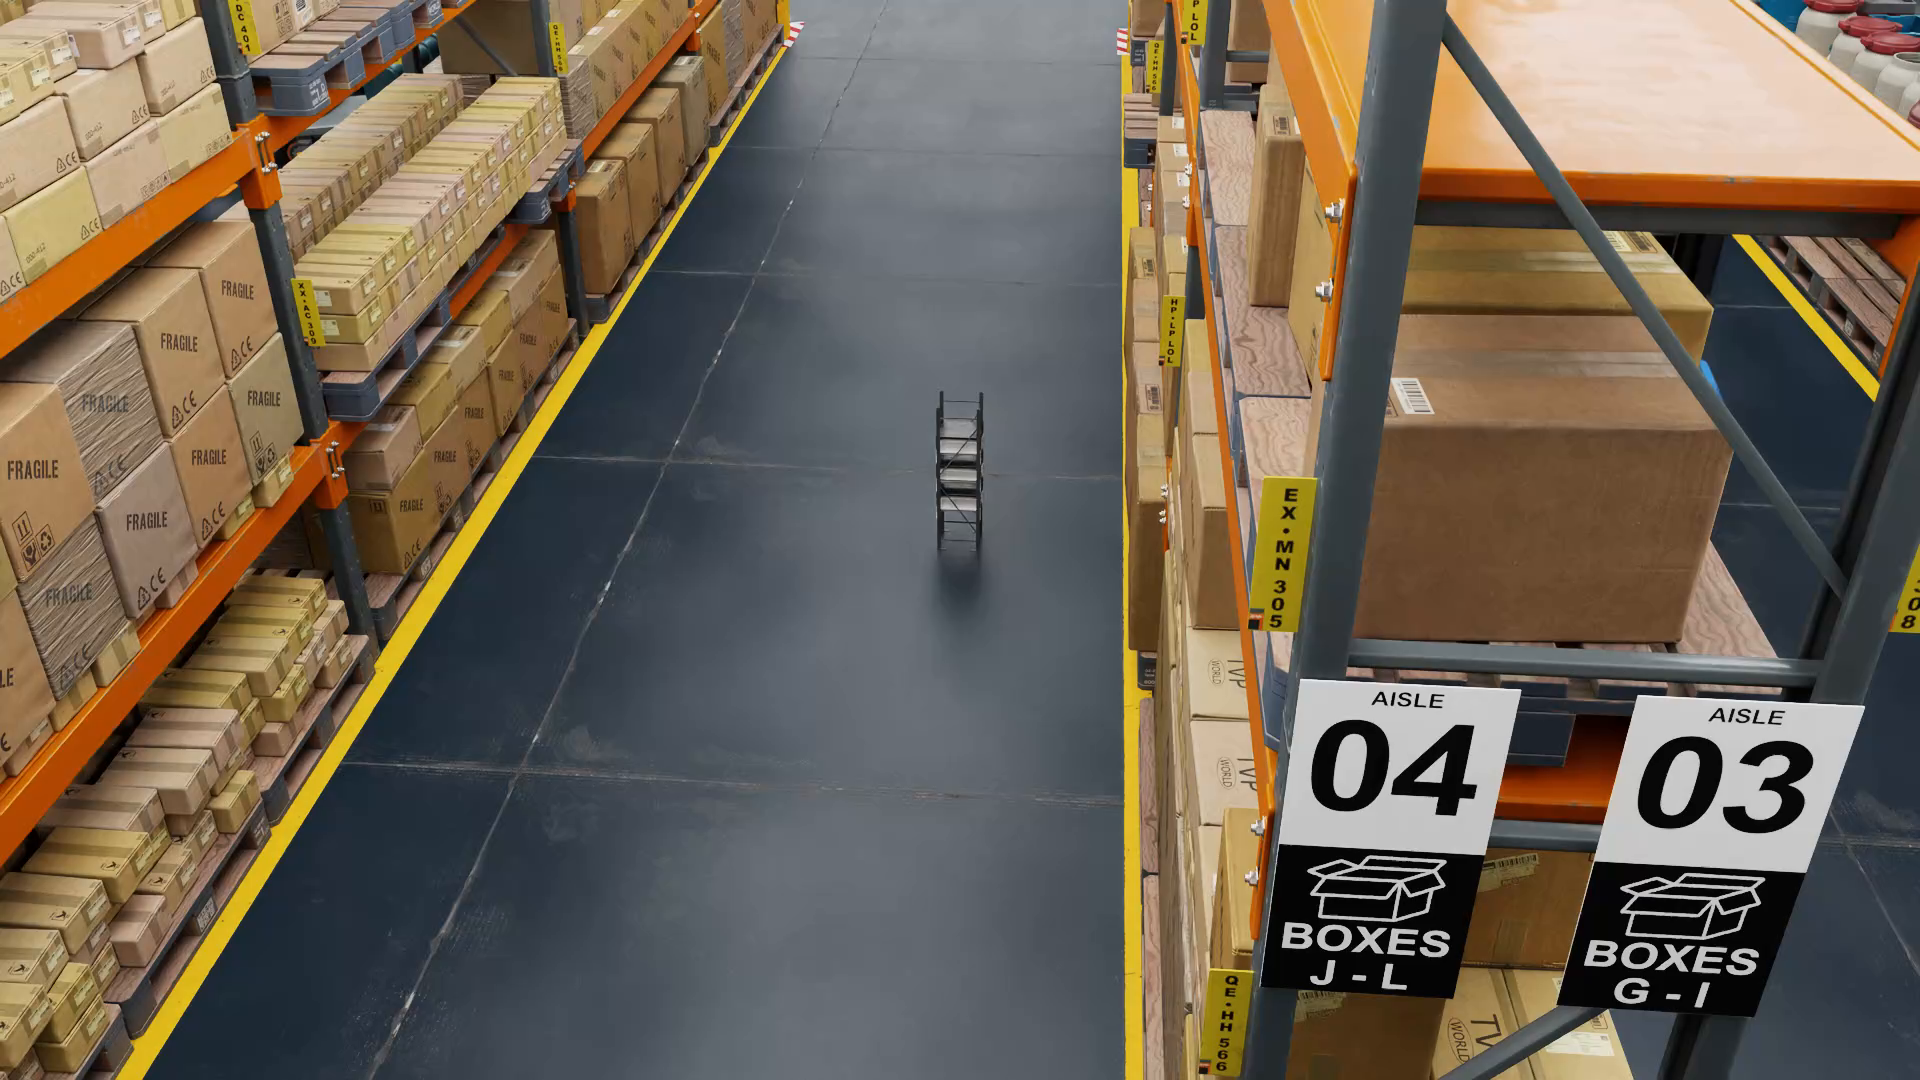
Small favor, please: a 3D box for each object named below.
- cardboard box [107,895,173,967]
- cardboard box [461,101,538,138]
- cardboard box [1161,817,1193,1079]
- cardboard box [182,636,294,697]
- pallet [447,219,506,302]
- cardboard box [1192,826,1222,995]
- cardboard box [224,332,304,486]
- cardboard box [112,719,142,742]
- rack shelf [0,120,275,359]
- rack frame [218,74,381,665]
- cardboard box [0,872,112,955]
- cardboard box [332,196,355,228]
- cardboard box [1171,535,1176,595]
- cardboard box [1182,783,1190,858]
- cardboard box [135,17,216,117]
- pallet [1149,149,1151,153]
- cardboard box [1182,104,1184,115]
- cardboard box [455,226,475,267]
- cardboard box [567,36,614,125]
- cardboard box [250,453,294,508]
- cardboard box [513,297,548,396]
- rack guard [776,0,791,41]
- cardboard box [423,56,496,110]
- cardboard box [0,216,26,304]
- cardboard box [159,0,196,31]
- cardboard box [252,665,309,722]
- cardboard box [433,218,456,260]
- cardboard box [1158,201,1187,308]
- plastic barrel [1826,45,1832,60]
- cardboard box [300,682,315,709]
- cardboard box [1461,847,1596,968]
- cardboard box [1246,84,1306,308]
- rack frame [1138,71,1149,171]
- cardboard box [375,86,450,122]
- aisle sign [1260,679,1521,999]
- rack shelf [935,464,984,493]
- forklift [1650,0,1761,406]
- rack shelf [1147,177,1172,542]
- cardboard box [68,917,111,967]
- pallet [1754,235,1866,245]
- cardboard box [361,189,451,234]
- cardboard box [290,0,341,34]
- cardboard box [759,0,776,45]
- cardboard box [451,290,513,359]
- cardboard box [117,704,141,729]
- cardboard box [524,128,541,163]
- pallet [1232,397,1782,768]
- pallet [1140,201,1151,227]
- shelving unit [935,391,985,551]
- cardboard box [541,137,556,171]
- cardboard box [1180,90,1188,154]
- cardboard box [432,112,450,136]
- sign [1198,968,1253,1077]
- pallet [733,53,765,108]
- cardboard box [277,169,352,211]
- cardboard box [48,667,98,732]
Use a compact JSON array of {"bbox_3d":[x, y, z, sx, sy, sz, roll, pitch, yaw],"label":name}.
[{"bbox_3d":[-3.336,1.527,6.511,0.380,0.149,0.250,1,32,2],"label":"cardboard box"},{"bbox_3d":[-2.789,-2.549,10.079,0.380,0.149,0.250,3,32,5],"label":"cardboard box"},{"bbox_3d":[1.168,1.592,5.713,0.875,0.875,0.875,2,32,4],"label":"cardboard box"},{"bbox_3d":[-3.252,0.568,7.499,0.380,0.149,0.250,2,32,4],"label":"cardboard box"},{"bbox_3d":[-3.283,-1.649,9.530,1.003,0.211,1.213,2,32,4],"label":"pallet"},{"bbox_3d":[0.939,1.087,4.766,0.500,0.250,0.500,2,32,3],"label":"cardboard box"},{"bbox_3d":[-3.246,-0.580,7.234,0.500,0.500,0.500,3,32,4],"label":"cardboard box"},{"bbox_3d":[-3.776,0.814,7.384,0.380,0.149,0.250,1,32,1],"label":"cardboard box"},{"bbox_3d":[-3.651,-0.601,5.473,1.077,0.370,4.000,2,32,4],"label":"rack shelf"},{"bbox_3d":[-3.488,-0.676,7.768,1.000,3.000,0.127,2,32,4],"label":"rack frame"},{"bbox_3d":[-3.412,1.384,6.175,0.380,0.149,0.250,4,32,6],"label":"cardboard box"},{"bbox_3d":[-3.549,-1.781,9.116,0.380,0.149,0.250,3,32,4],"label":"cardboard box"},{"bbox_3d":[1.050,0.111,6.730,0.380,0.149,0.250,3,32,6],"label":"cardboard box"},{"bbox_3d":[0.925,0.917,5.423,0.380,0.149,0.250,3,32,4],"label":"cardboard box"},{"bbox_3d":[-3.272,-1.850,6.480,0.500,0.250,0.500,1,32,2],"label":"cardboard box"},{"bbox_3d":[2.118,-3.760,15.431,1.003,0.211,1.213,2,32,4],"label":"pallet"},{"bbox_3d":[1.777,-3.008,11.057,0.500,0.500,0.500,-1,32,-2],"label":"cardboard box"},{"bbox_3d":[-2.897,-1.617,9.135,0.380,0.149,0.250,2,32,3],"label":"cardboard box"},{"bbox_3d":[-2.818,-3.300,11.930,0.500,0.500,0.500,2,32,4],"label":"cardboard box"},{"bbox_3d":[-3.190,-0.271,7.350,0.380,0.149,0.250,2,32,3],"label":"cardboard box"},{"bbox_3d":[-3.001,-1.256,10.691,0.500,0.500,0.500,4,32,6],"label":"cardboard box"},{"bbox_3d":[-2.509,-5.899,18.627,1.175,0.500,0.348,2,32,4],"label":"rack guard"},{"bbox_3d":[-3.393,-3.057,11.537,0.500,0.500,0.500,2,32,4],"label":"cardboard box"},{"bbox_3d":[-3.393,-0.836,5.312,0.500,0.250,0.500,2,32,4],"label":"cardboard box"},{"bbox_3d":[-3.241,-2.097,6.501,0.380,0.149,0.250,1,32,2],"label":"cardboard box"},{"bbox_3d":[-3.211,0.693,7.580,0.380,0.149,0.250,1,32,2],"label":"cardboard box"},{"bbox_3d":[-2.917,-1.609,8.837,0.380,0.149,0.250,4,32,6],"label":"cardboard box"},{"bbox_3d":[1.342,-1.504,9.016,0.500,0.500,0.500,3,32,4],"label":"cardboard box"},{"bbox_3d":[6.774,-3.639,12.707,0.301,0.262,0.301,0,32,0],"label":"plastic barrel"},{"bbox_3d":[-3.285,0.711,7.835,0.380,0.149,0.250,3,32,5],"label":"cardboard box"},{"bbox_3d":[1.470,0.797,4.522,0.500,0.500,0.500,2,32,3],"label":"cardboard box"},{"bbox_3d":[1.211,-0.992,4.831,0.700,0.500,0.500,4,32,6],"label":"cardboard box"},{"bbox_3d":[2.099,-4.595,14.127,1.000,3.000,0.127,2,32,4],"label":"rack frame"},{"bbox_3d":[-3.412,-2.719,10.355,0.380,0.149,0.250,2,32,3],"label":"cardboard box"},{"bbox_3d":[0.817,0.598,3.223,0.394,0.787,0.004,2,32,4],"label":"aisle sign"},{"bbox_3d":[-0.001,-0.350,9.305,0.258,0.077,0.200,2,32,4],"label":"rack shelf"},{"bbox_3d":[3.724,-1.736,9.554,1.130,2.935,3.031,6,32,9],"label":"forklift"},{"bbox_3d":[1.610,-1.151,9.225,1.077,0.370,4.000,2,32,4],"label":"rack shelf"},{"bbox_3d":[-3.449,1.516,6.245,0.380,0.149,0.250,1,32,2],"label":"cardboard box"},{"bbox_3d":[7.010,-2.784,13.846,1.003,0.211,1.213,2,32,4],"label":"pallet"},{"bbox_3d":[-2.914,-1.732,8.754,0.380,0.149,0.250,2,32,4],"label":"cardboard box"},{"bbox_3d":[-3.207,-2.545,7.627,0.500,0.311,0.500,2,32,3],"label":"cardboard box"},{"bbox_3d":[-2.500,-5.868,17.818,0.875,0.875,0.875,3,32,4],"label":"cardboard box"},{"bbox_3d":[-3.044,-1.303,10.053,0.500,0.250,0.500,3,32,5],"label":"cardboard box"},{"bbox_3d":[-3.774,0.690,7.302,0.380,0.149,0.250,2,32,3],"label":"cardboard box"},{"bbox_3d":[-2.788,-2.411,10.139,0.380,0.149,0.250,3,32,5],"label":"cardboard box"},{"bbox_3d":[1.172,0.053,3.811,1.003,0.211,1.213,2,32,4],"label":"pallet"},{"bbox_3d":[1.940,-2.361,13.160,1.003,0.211,1.213,2,32,4],"label":"pallet"},{"bbox_3d":[-0.001,-0.379,9.287,0.258,0.900,0.210,2,32,4],"label":"shelving unit"},{"bbox_3d":[-2.766,-2.432,10.457,0.380,0.149,0.250,2,32,4],"label":"cardboard box"},{"bbox_3d":[1.697,-2.591,9.824,0.797,0.503,0.637,3,32,6],"label":"cardboard box"},{"bbox_3d":[-3.422,-2.580,10.414,0.380,0.149,0.250,4,32,6],"label":"cardboard box"},{"bbox_3d":[0.582,1.056,3.628,0.100,0.325,0.005,2,32,4],"label":"sign"},{"bbox_3d":[-2.600,-4.706,16.966,1.003,0.211,1.213,2,32,4],"label":"pallet"},{"bbox_3d":[-3.543,-1.901,9.028,0.380,0.149,0.250,1,32,2],"label":"cardboard box"},{"bbox_3d":[-3.384,0.549,6.020,0.380,0.149,0.250,4,32,6],"label":"cardboard box"}]
